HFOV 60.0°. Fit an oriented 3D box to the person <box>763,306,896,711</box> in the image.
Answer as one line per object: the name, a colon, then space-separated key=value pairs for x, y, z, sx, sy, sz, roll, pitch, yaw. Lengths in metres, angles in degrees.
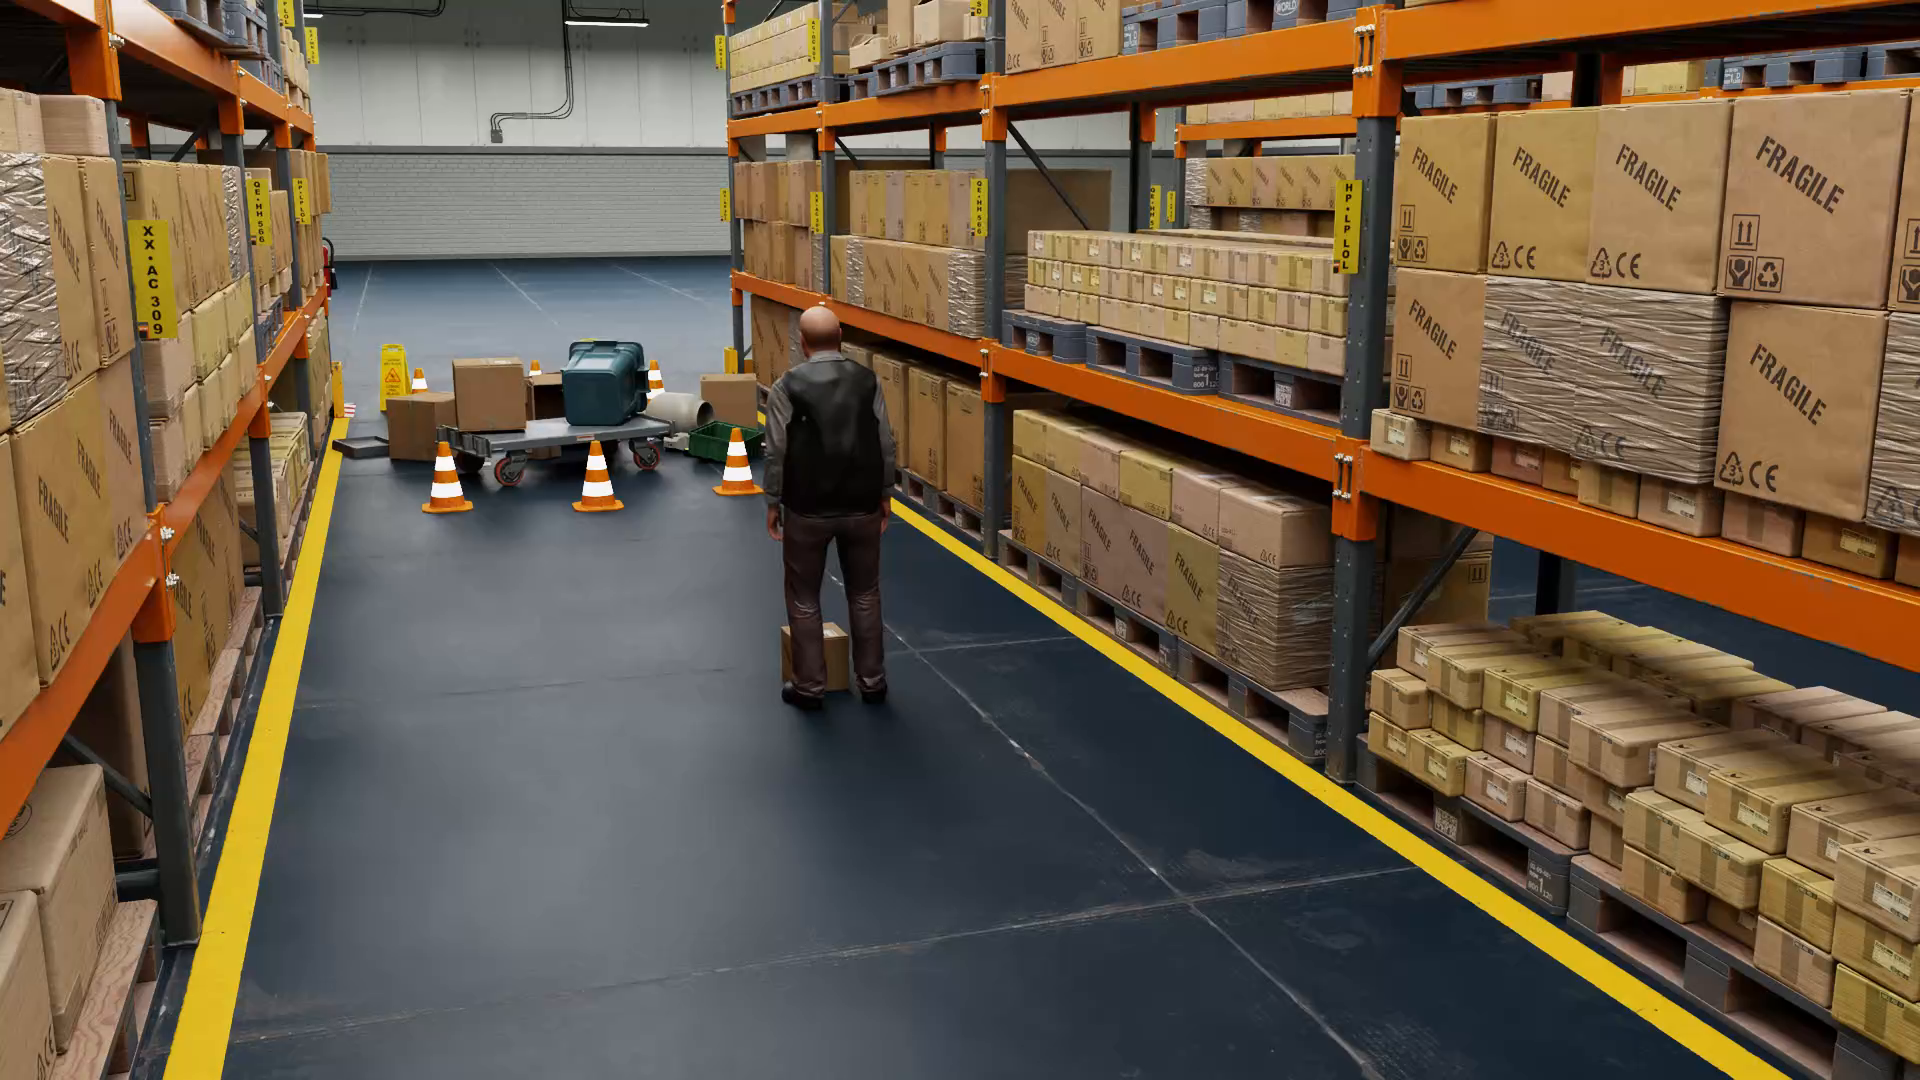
person: x=-0.551 y=-0.128 z=7.111 sx=0.578 sy=1.720 sz=0.418 roll=-4 pitch=13 yaw=-19
